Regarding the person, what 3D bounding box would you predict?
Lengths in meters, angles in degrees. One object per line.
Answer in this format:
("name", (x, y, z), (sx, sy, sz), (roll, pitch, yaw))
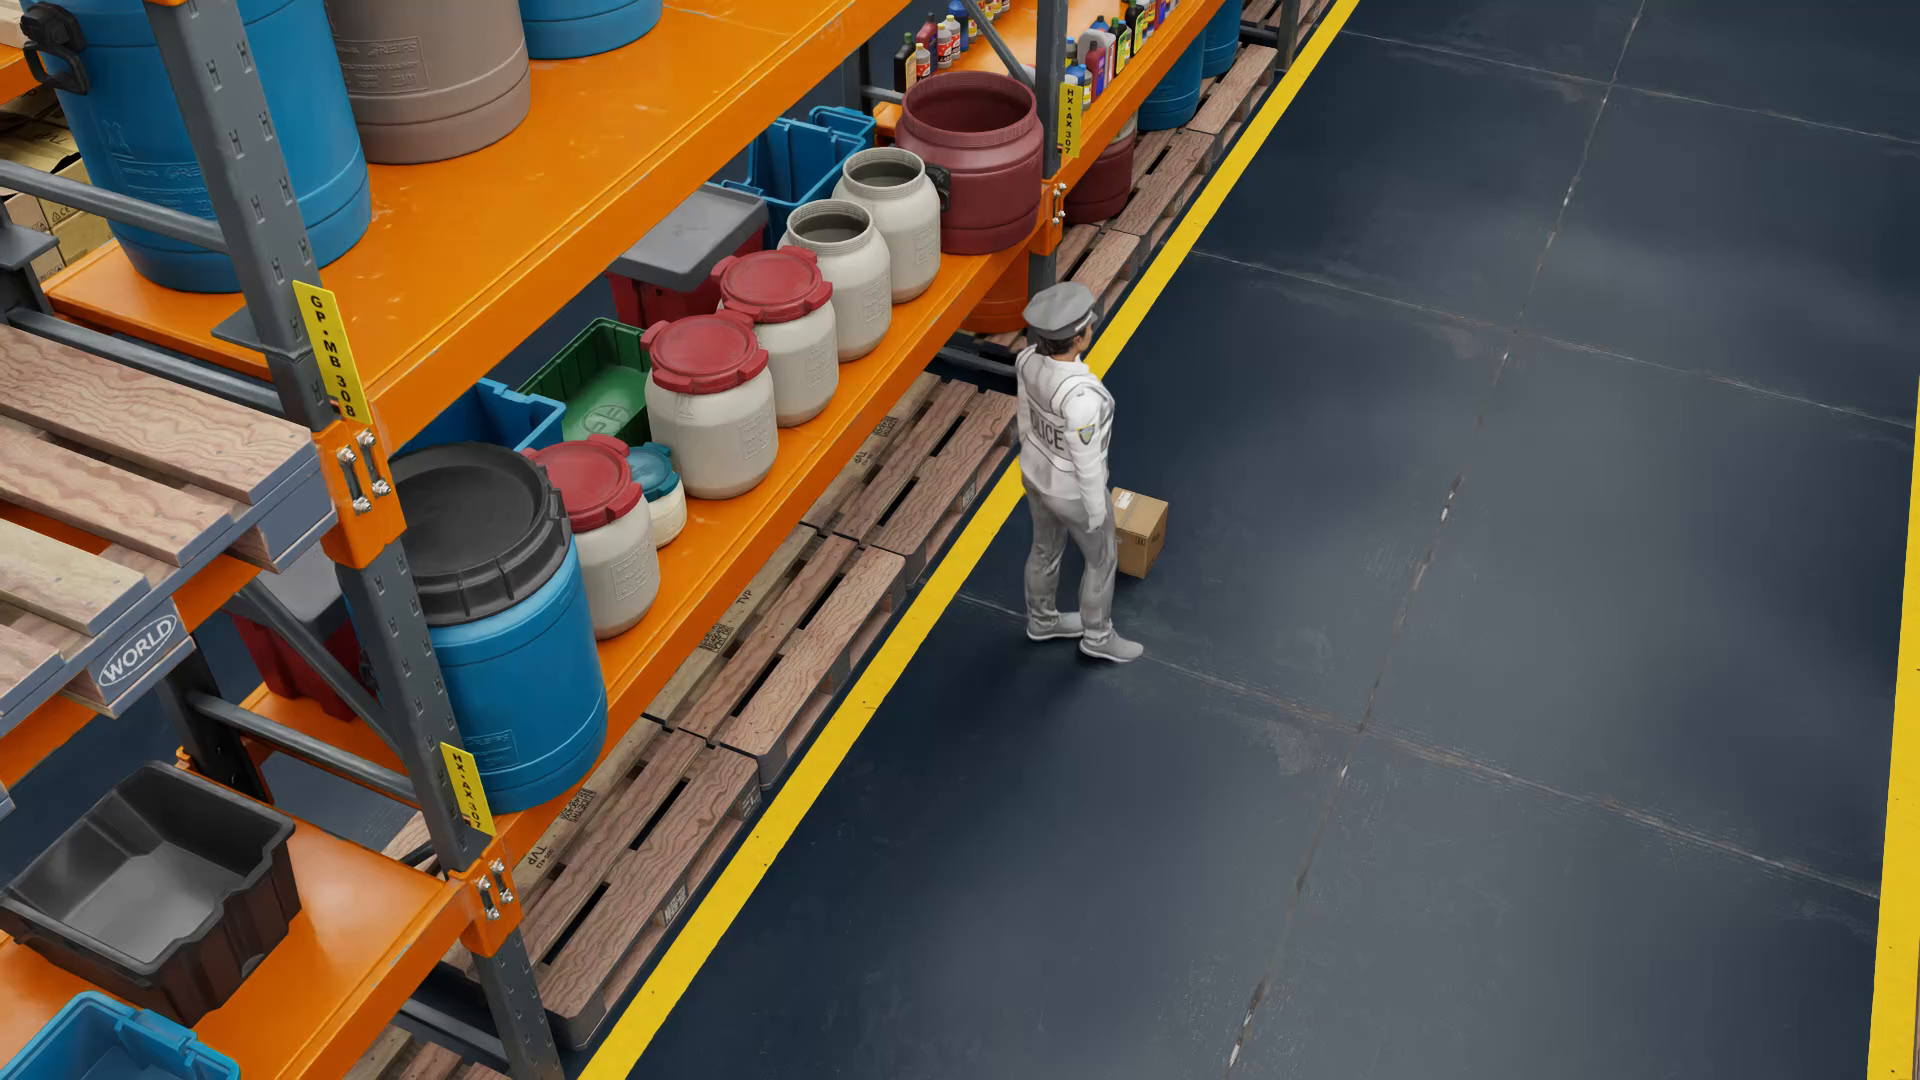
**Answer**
("person", (0.460, -0.224, 6.412), (0.434, 1.717, 0.544), (-22, 47, -22))
